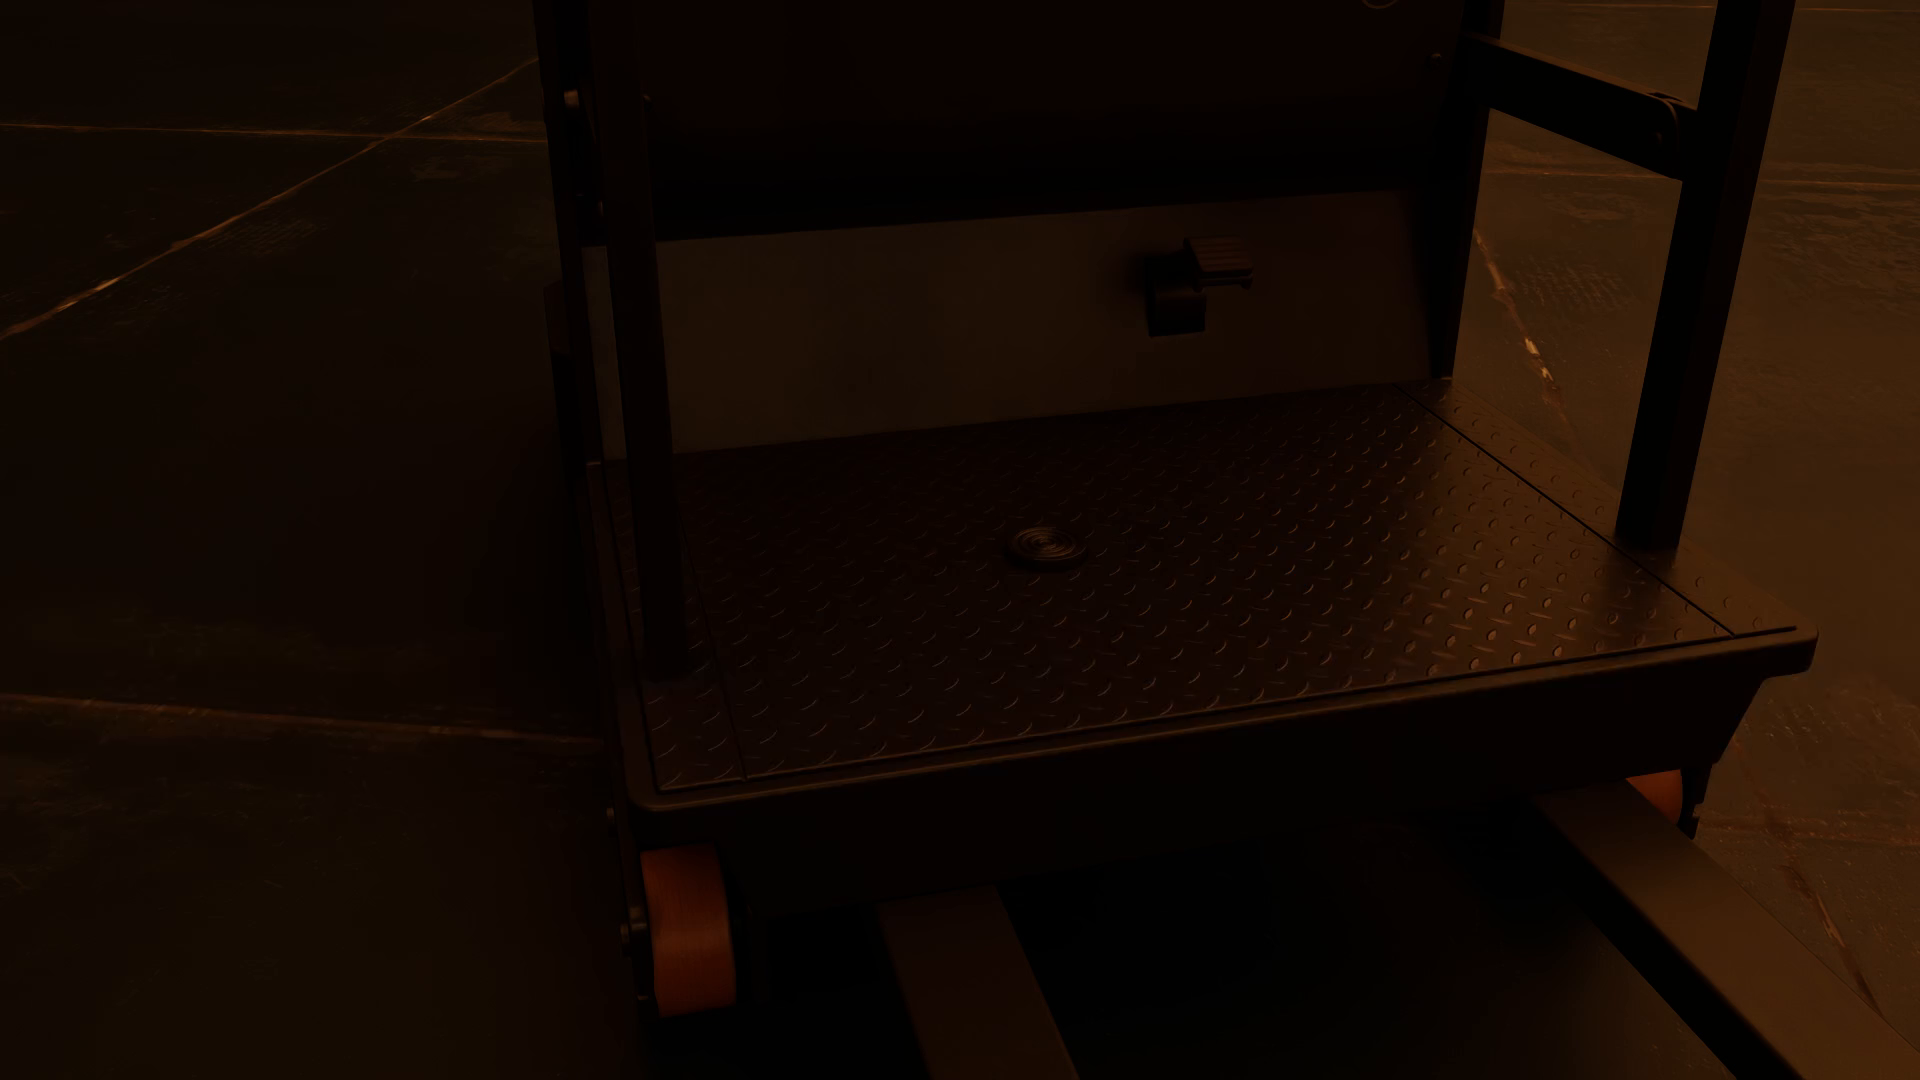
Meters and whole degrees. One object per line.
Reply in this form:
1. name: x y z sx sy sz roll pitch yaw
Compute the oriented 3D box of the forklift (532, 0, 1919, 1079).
1. forklift: 0.153 -1.049 1.319 1.130 2.935 3.031 -7 27 -13
